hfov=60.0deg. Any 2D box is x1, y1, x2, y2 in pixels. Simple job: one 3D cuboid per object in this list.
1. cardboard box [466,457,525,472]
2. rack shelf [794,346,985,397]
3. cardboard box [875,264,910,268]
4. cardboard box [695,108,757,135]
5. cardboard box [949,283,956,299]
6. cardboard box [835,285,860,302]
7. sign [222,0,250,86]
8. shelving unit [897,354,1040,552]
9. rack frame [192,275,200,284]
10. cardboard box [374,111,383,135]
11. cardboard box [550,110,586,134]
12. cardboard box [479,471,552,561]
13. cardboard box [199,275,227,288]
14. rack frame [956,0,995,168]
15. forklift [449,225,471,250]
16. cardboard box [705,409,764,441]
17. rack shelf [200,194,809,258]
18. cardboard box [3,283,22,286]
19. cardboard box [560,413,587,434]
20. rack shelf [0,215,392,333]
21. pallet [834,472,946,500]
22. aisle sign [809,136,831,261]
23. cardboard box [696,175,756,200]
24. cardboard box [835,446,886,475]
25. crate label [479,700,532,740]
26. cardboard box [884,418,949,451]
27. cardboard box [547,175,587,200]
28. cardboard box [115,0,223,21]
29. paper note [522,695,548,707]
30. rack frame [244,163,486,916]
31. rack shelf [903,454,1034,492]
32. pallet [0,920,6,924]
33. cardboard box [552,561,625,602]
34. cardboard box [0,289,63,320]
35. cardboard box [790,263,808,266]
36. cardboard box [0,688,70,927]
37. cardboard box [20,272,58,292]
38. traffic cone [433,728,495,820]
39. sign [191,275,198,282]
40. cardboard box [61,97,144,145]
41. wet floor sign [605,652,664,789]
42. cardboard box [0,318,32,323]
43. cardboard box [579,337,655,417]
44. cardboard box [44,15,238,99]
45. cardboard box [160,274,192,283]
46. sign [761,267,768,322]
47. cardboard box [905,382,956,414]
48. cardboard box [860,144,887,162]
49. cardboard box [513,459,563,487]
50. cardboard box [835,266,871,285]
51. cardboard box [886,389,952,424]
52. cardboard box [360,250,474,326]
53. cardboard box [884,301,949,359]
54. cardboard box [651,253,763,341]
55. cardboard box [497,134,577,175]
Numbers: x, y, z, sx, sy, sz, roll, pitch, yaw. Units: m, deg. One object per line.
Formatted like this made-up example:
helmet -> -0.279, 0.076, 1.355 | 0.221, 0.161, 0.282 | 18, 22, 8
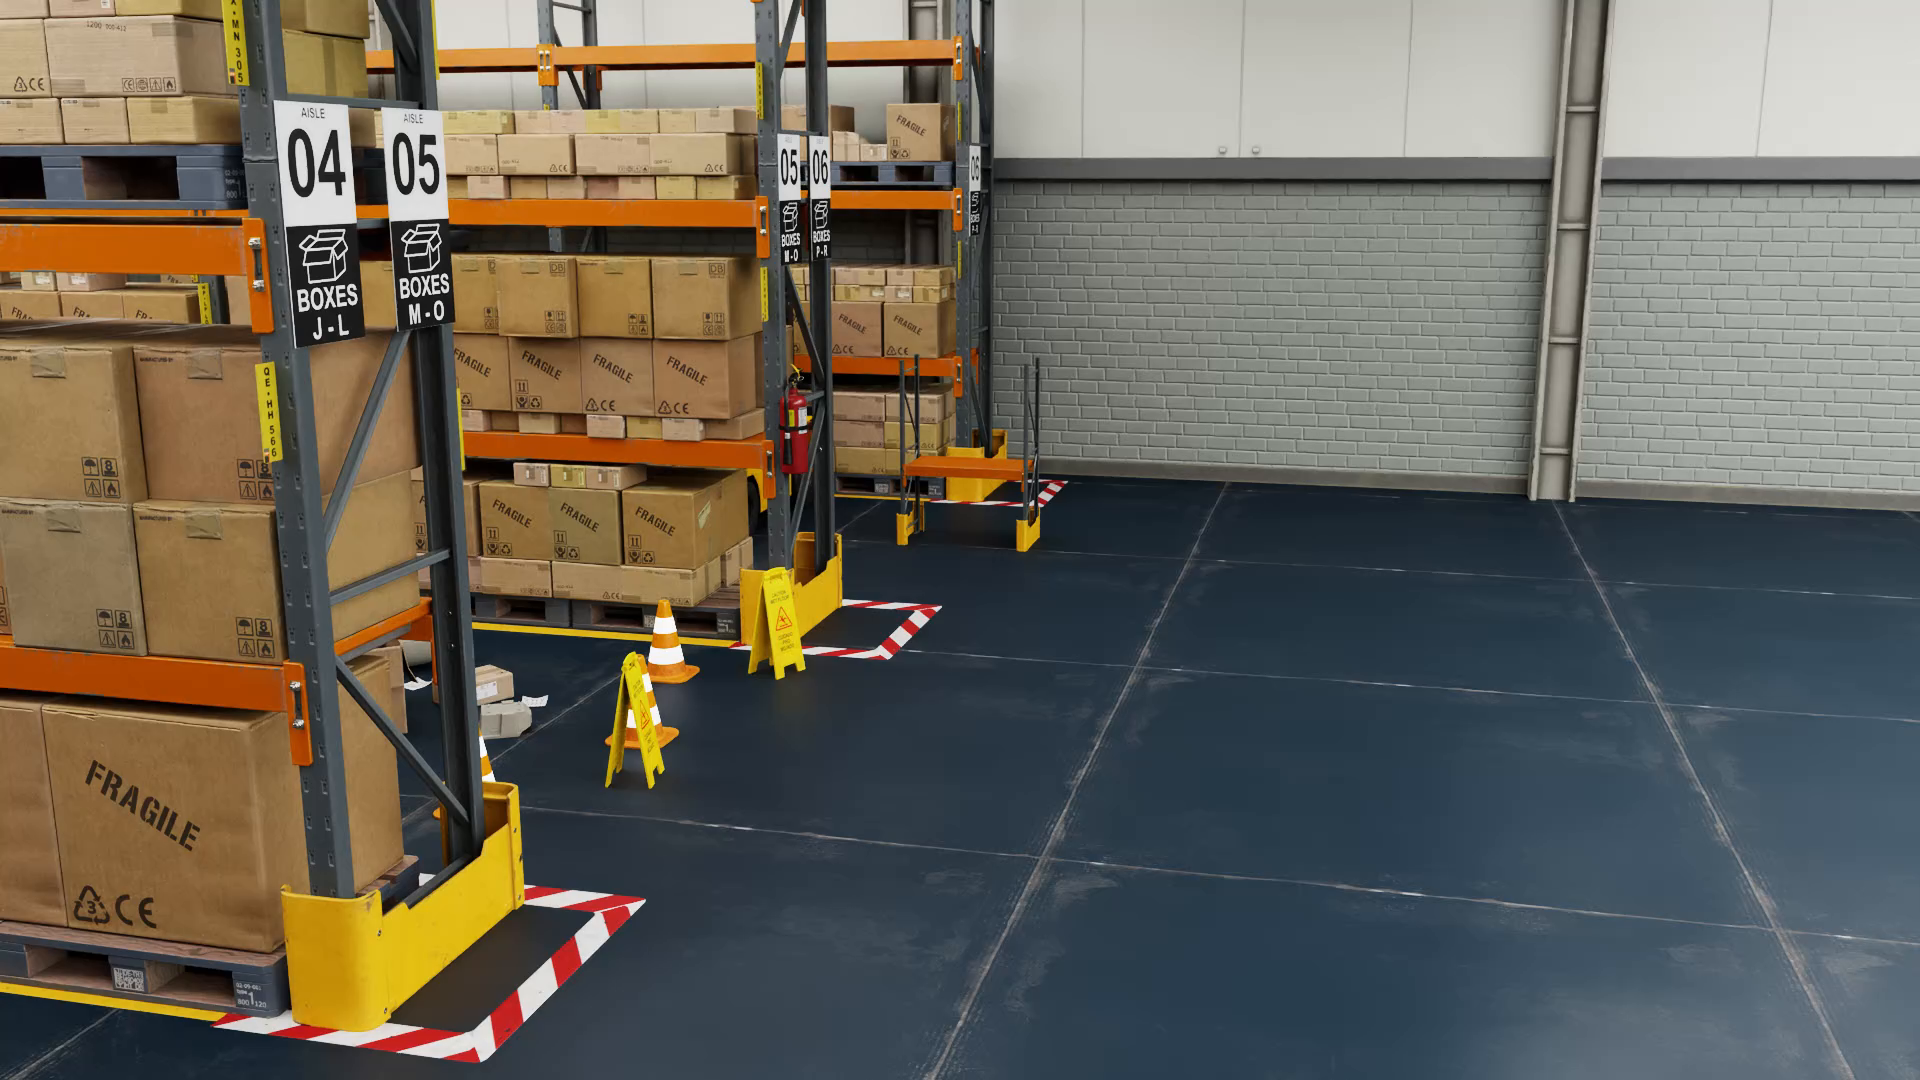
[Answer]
cardboard box -> -3.299, -0.309, 11.847 | 0.500, 0.500, 0.500 | 4, 13, 17
rack shelf -> -1.800, -1.695, 16.111 | 4.000, 0.370, 1.077 | 3, 13, 14
cardboard box -> -0.639, -2.547, 15.875 | 0.250, 0.149, 0.380 | 3, 13, 15
cardboard box -> -1.443, -2.585, 10.275 | 0.250, 0.149, 0.380 | 3, 13, 14
cardboard box -> -0.125, -2.380, 15.810 | 0.250, 0.149, 0.380 | 3, 13, 12
cardboard box -> -0.992, -2.316, 15.519 | 0.250, 0.149, 0.380 | 3, 13, 13
sign -> -2.275, -1.597, 5.221 | 0.005, 0.325, 0.100 | 3, 13, 14
shelving unit -> 0.074, -0.728, 13.553 | 1.083, 1.500, 0.587 | 3, 13, 14
rack frame -> -7.625, -2.358, 17.437 | 0.127, 3.000, 1.000 | 3, 13, 14
cardboard box -> -3.685, -2.708, 10.828 | 0.250, 0.149, 0.380 | 3, 13, 12
cardboard box -> -2.406, -2.654, 10.586 | 0.250, 0.149, 0.380 | 3, 13, 14
cardboard box -> -2.880, -0.168, 11.215 | 0.500, 0.500, 0.500 | 3, 13, 12
cardboard box -> -5.299, -1.921, 12.082 | 0.250, 0.149, 0.380 | 3, 13, 13
rack frame -> 0.142, -4.872, 14.916 | 0.127, 3.000, 1.000 | 3, 13, 14
forklift -> -4.559, -1.473, 13.605 | 1.130, 2.935, 3.031 | -1, 13, -4
cardboard box -> -1.458, -0.751, 10.772 | 0.250, 0.149, 0.380 | 4, 13, 15
rack shelf -> -2.986, -2.116, 11.081 | 4.000, 0.370, 1.077 | 3, 13, 14
cardboard box -> -6.778, -1.669, 12.444 | 0.500, 0.500, 0.500 | 3, 13, 11
cardboard box -> -2.447, -0.808, 11.031 | 0.250, 0.149, 0.380 | 3, 13, 14
rack shelf -> -4.074, -1.070, 6.365 | 4.000, 0.370, 1.077 | 3, 13, 14
pallet -> -0.611, -0.612, 16.007 | 1.213, 0.211, 1.003 | 3, 13, 14
aisle sign -> -0.910, -2.230, 10.858 | 0.004, 0.787, 0.394 | 3, 13, 14
cardboard box -> -1.457, -2.200, 10.380 | 0.250, 0.149, 0.380 | 3, 13, 14
cardboard box -> -0.871, -0.791, 15.753 | 0.500, 0.250, 0.500 | 3, 13, 14
crate label -> -2.485, 0.971, 9.041 | 0.298, 0.136, 0.250 | -4, 13, -16
cardboard box -> -0.406, -1.009, 15.581 | 0.500, 0.250, 0.500 | 3, 13, 13
cardboard box -> -2.440, -2.257, 10.638 | 0.250, 0.149, 0.380 | 3, 13, 13
cardboard box -> -2.540, -1.784, 5.461 | 0.250, 0.149, 0.380 | 3, 13, 14
paper note -> -2.439, 0.920, 9.516 | 0.142, 0.019, 0.148 | -1, 13, -6
rack frame -> -2.132, 0.147, 6.144 | 0.127, 3.000, 1.000 | 3, 13, 14
rack shelf -> 0.083, -0.552, 13.590 | 1.000, 0.185, 0.538 | 3, 13, 14
pallet -> -4.108, 1.420, 6.847 | 1.213, 0.211, 1.003 | 3, 13, 14
cardboard box -> -2.394, 0.225, 11.175 | 0.500, 0.250, 0.500 | 3, 13, 14
cardboard box -> -6.412, -1.535, 11.839 | 0.500, 0.500, 0.500 | 4, 13, 15
cardboard box -> -1.628, -2.602, 16.122 | 0.250, 0.149, 0.380 | 3, 13, 14
cardboard box -> -3.661, 0.913, 6.629 | 0.875, 0.875, 0.875 | 3, 13, 13
cardboard box -> -6.374, -1.841, 11.721 | 0.250, 0.149, 0.380 | 2, 13, 11
traffic cone -> -2.307, 1.060, 7.889 | 0.334, 0.463, 0.336 | 3, 13, 14
sign -> -7.746, -2.770, 16.803 | 0.005, 0.325, 0.100 | 3, 13, 14
cardboard box -> -2.780, -1.407, 5.607 | 0.250, 0.149, 0.380 | 3, 13, 14
wet floor sign -> -1.629, 0.882, 8.269 | 0.232, 0.644, 0.267 | 1, 13, 4
cardboard box -> -4.096, -0.547, 6.436 | 0.500, 0.550, 0.875 | 3, 13, 14
cardboard box -> -2.122, -1.090, 10.804 | 0.500, 0.500, 0.500 | 3, 13, 14
cardboard box -> -2.674, -1.610, 5.597 | 0.500, 0.250, 0.500 | 3, 13, 14
cardboard box -> -8.088, -2.671, 17.649 | 0.500, 0.500, 0.500 | 4, 13, 16
sign -> -1.196, -1.503, 10.179 | 0.005, 0.325, 0.100 | 3, 13, 14
cardboard box -> -0.280, -1.358, 16.001 | 0.500, 0.250, 0.500 | 3, 13, 13
cardboard box -> -0.736, -3.518, 15.117 | 0.250, 0.149, 0.380 | 3, 13, 12
cardboard box -> -2.755, -0.464, 11.048 | 0.250, 0.149, 0.380 | 4, 13, 16
cardboard box -> -0.988, -2.471, 15.529 | 0.250, 0.149, 0.380 | 3, 13, 14
cardboard box -> -0.380, -1.252, 15.522 | 0.500, 0.250, 0.500 | 4, 13, 15
cardboard box -> -3.581, -1.657, 11.052 | 0.500, 0.500, 0.700 | 3, 13, 12
cardboard box -> -0.399, -1.962, 15.421 | 0.500, 0.500, 0.500 | 3, 13, 12
cardboard box -> -1.592, -1.562, 10.621 | 0.500, 0.500, 0.700 | 3, 13, 12
cardboard box -> -2.598, -2.457, 10.619 | 0.500, 0.250, 0.500 | 3, 13, 15
